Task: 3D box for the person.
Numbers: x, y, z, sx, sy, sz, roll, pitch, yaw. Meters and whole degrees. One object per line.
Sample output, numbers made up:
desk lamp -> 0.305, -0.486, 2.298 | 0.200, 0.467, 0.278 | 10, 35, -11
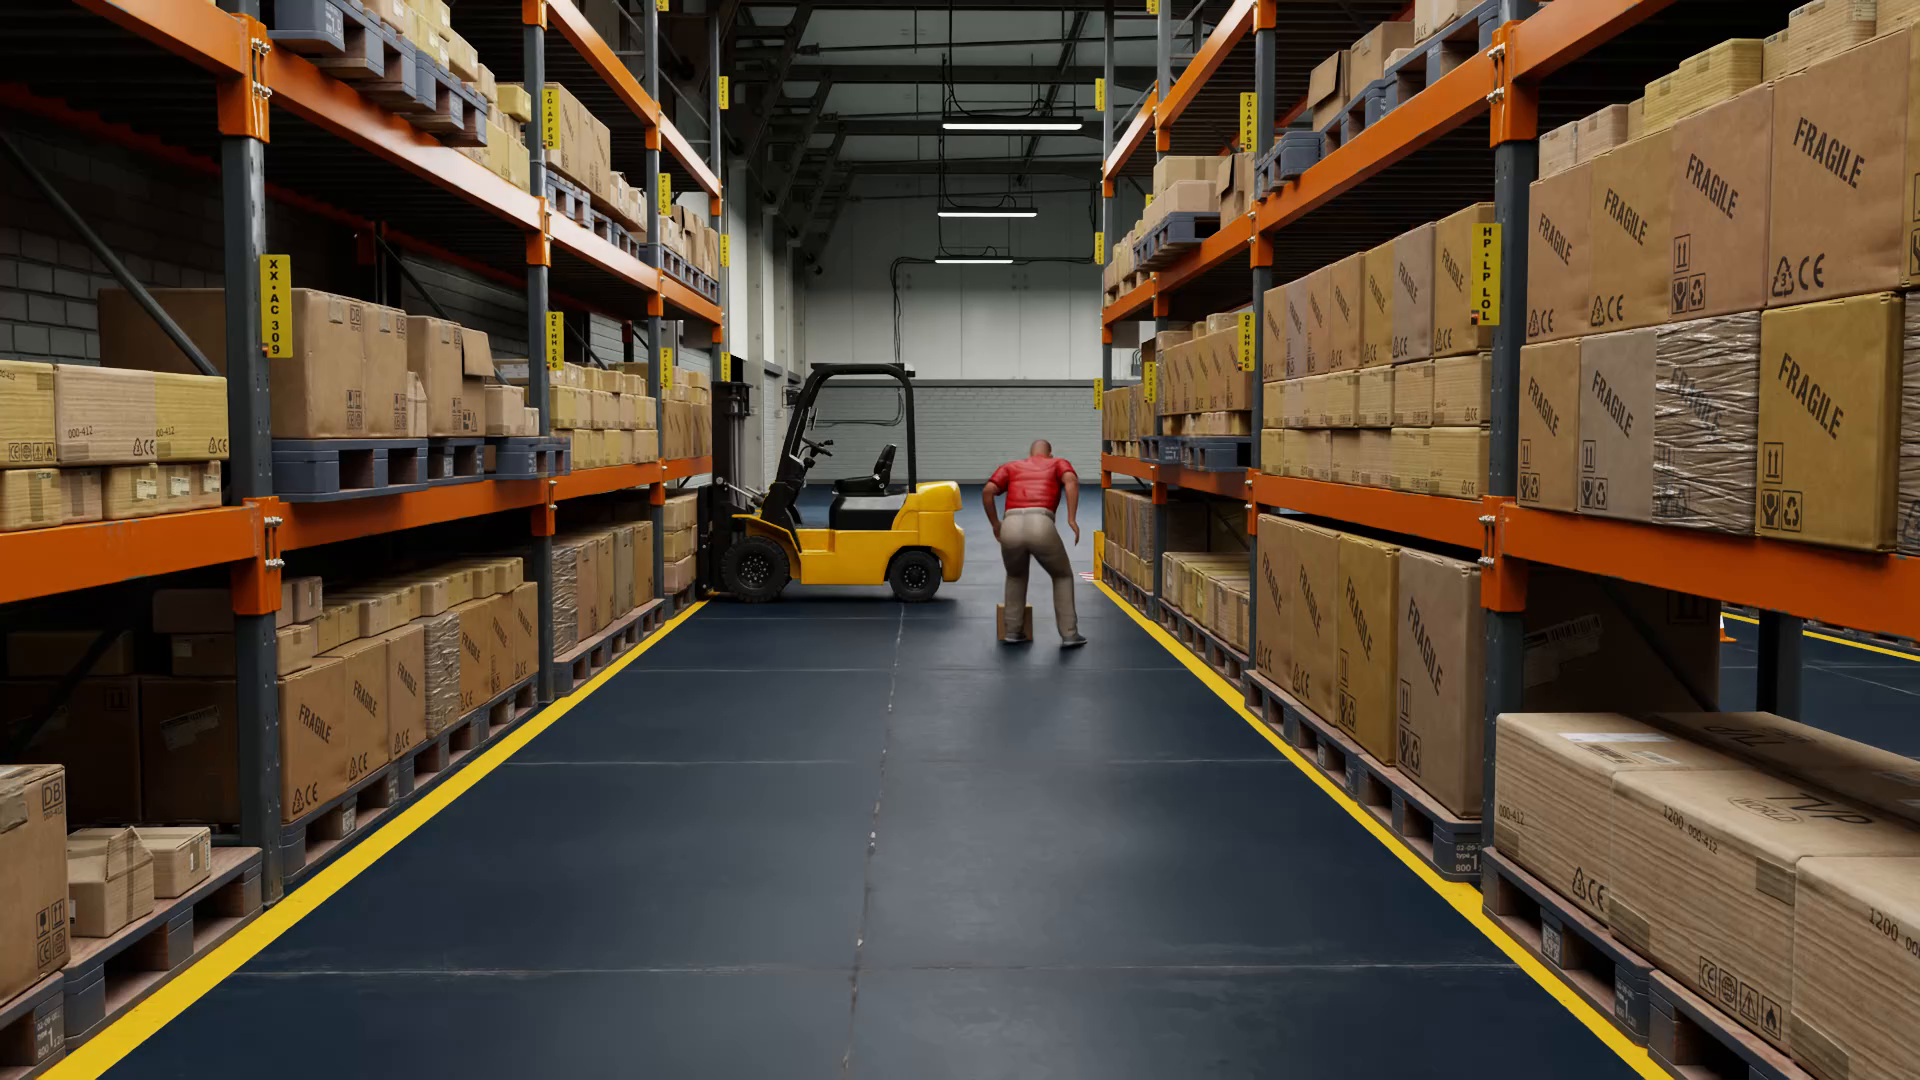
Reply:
person -> 0.534, 0.017, 11.988 | 0.734, 1.485, 0.732 | 1, 4, 18
